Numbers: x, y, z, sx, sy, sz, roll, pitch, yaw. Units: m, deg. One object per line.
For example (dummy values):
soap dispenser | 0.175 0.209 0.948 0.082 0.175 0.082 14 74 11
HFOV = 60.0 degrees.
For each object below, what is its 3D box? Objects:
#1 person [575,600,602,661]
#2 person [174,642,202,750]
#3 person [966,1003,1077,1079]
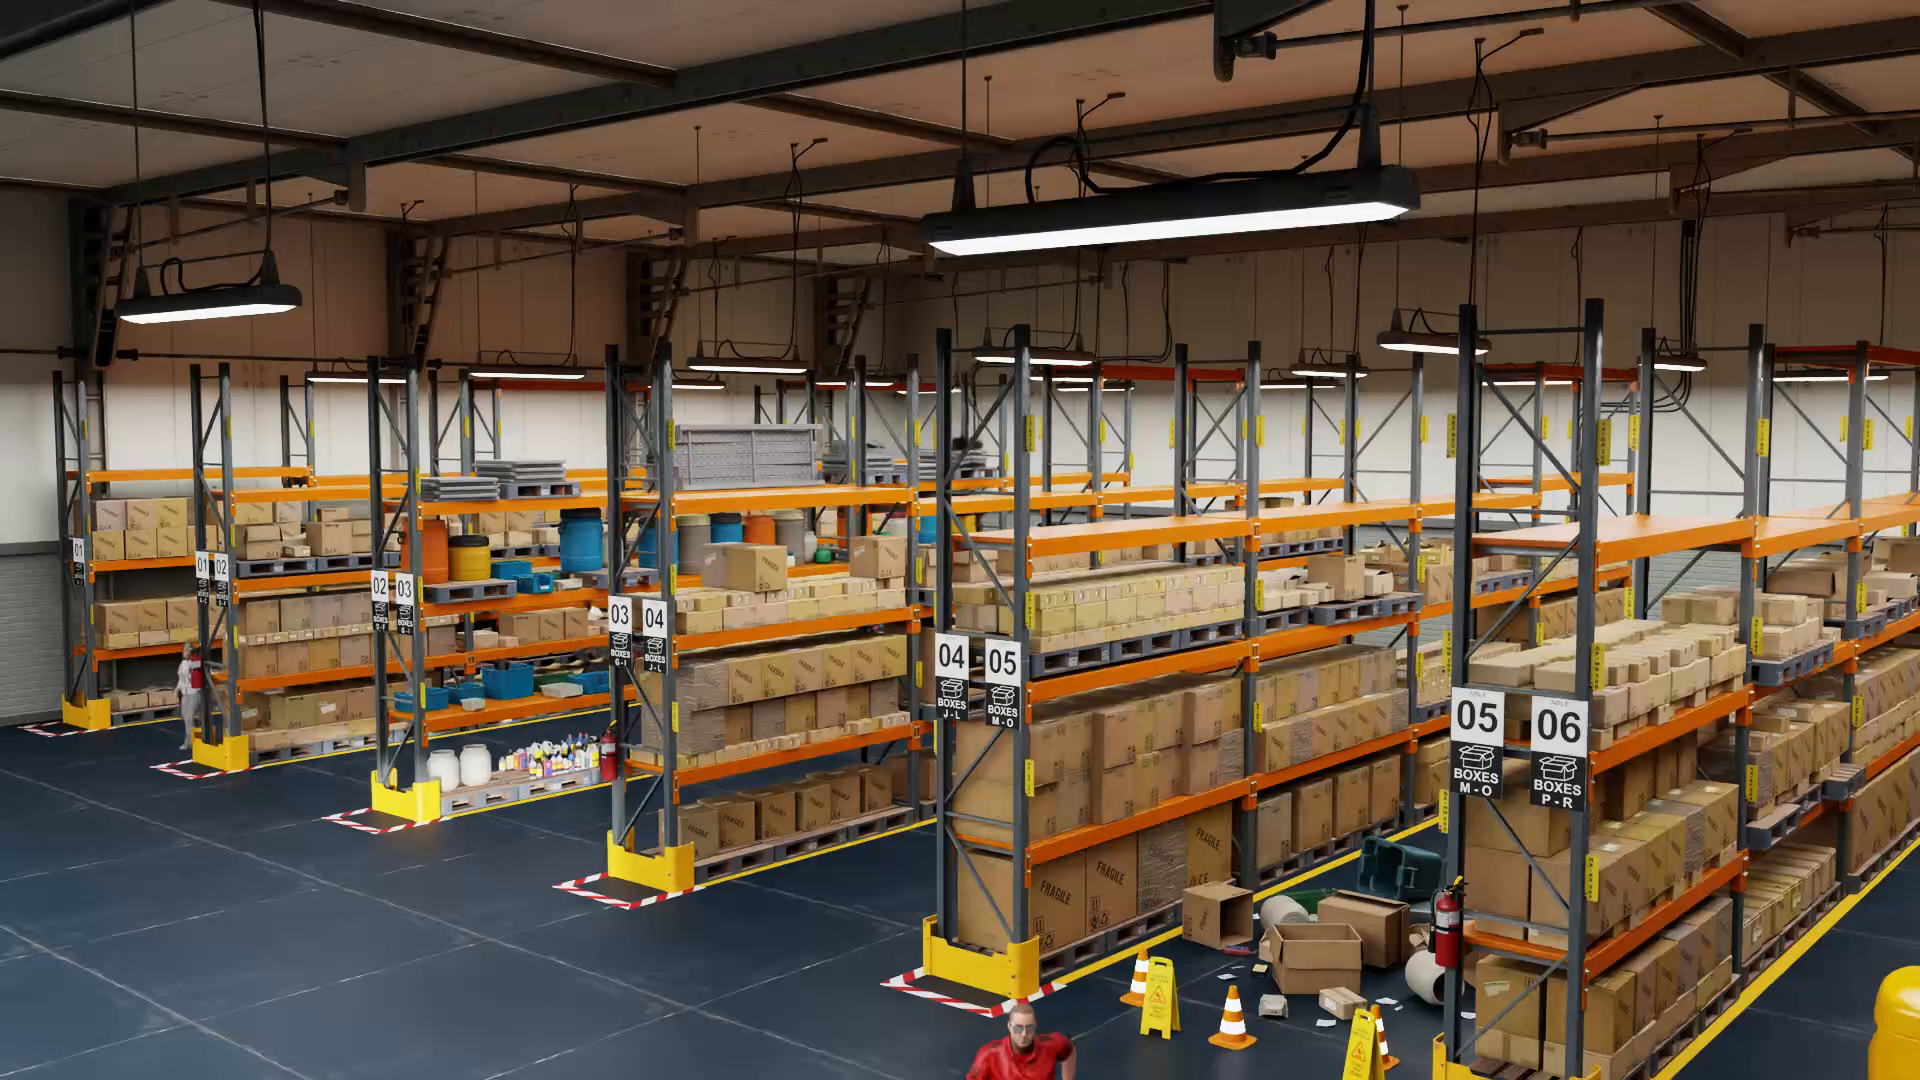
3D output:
person | -7.270 1.929 32.789 0.729 1.785 0.835 3 5 33
person | -12.101 2.446 26.339 0.623 1.687 0.692 2 4 22
person | 0.369 3.606 10.049 0.695 1.749 0.997 0 4 -3
